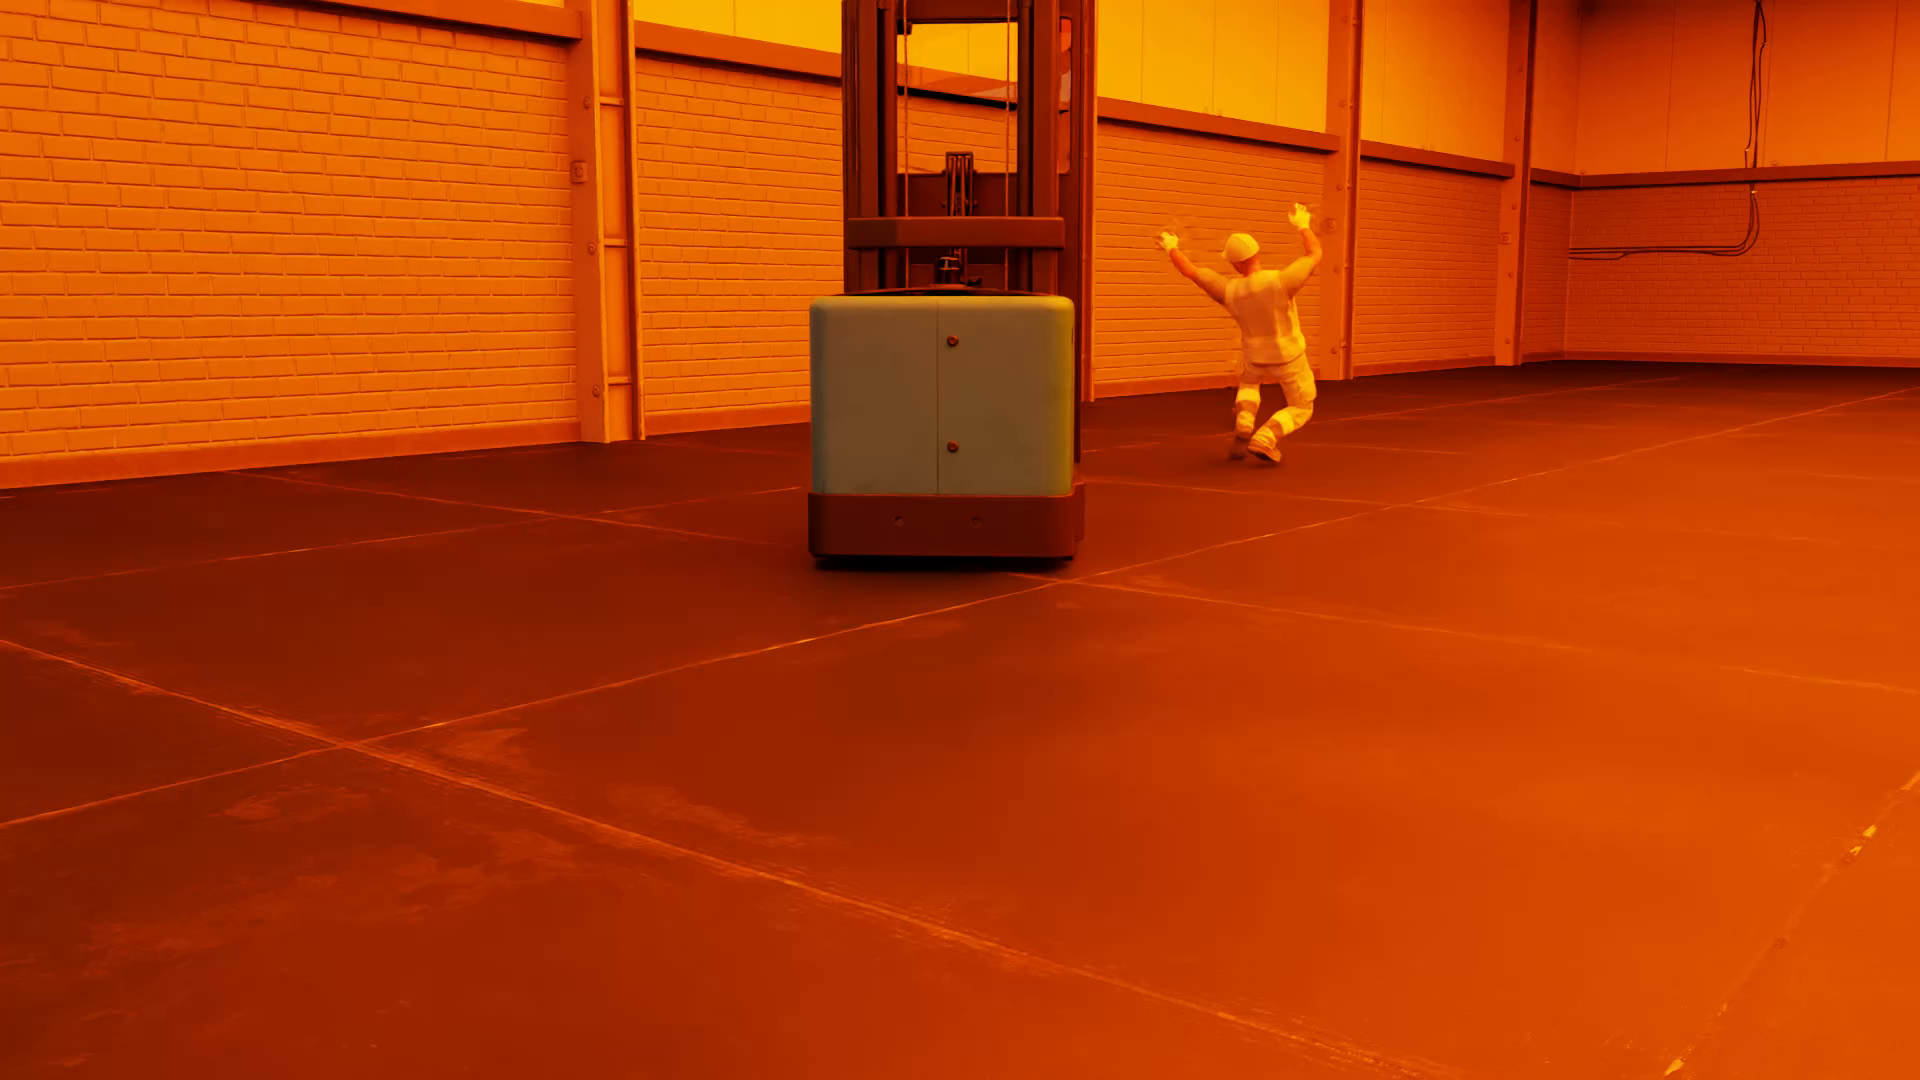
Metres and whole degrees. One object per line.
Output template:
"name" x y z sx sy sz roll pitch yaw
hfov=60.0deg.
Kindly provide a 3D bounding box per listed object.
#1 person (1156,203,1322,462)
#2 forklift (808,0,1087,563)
"person" 1.818 -1.336 10.823 1.087 1.683 0.822 5 10 32
"forklift" 0.036 -1.534 7.764 1.130 2.935 3.031 1 8 5
